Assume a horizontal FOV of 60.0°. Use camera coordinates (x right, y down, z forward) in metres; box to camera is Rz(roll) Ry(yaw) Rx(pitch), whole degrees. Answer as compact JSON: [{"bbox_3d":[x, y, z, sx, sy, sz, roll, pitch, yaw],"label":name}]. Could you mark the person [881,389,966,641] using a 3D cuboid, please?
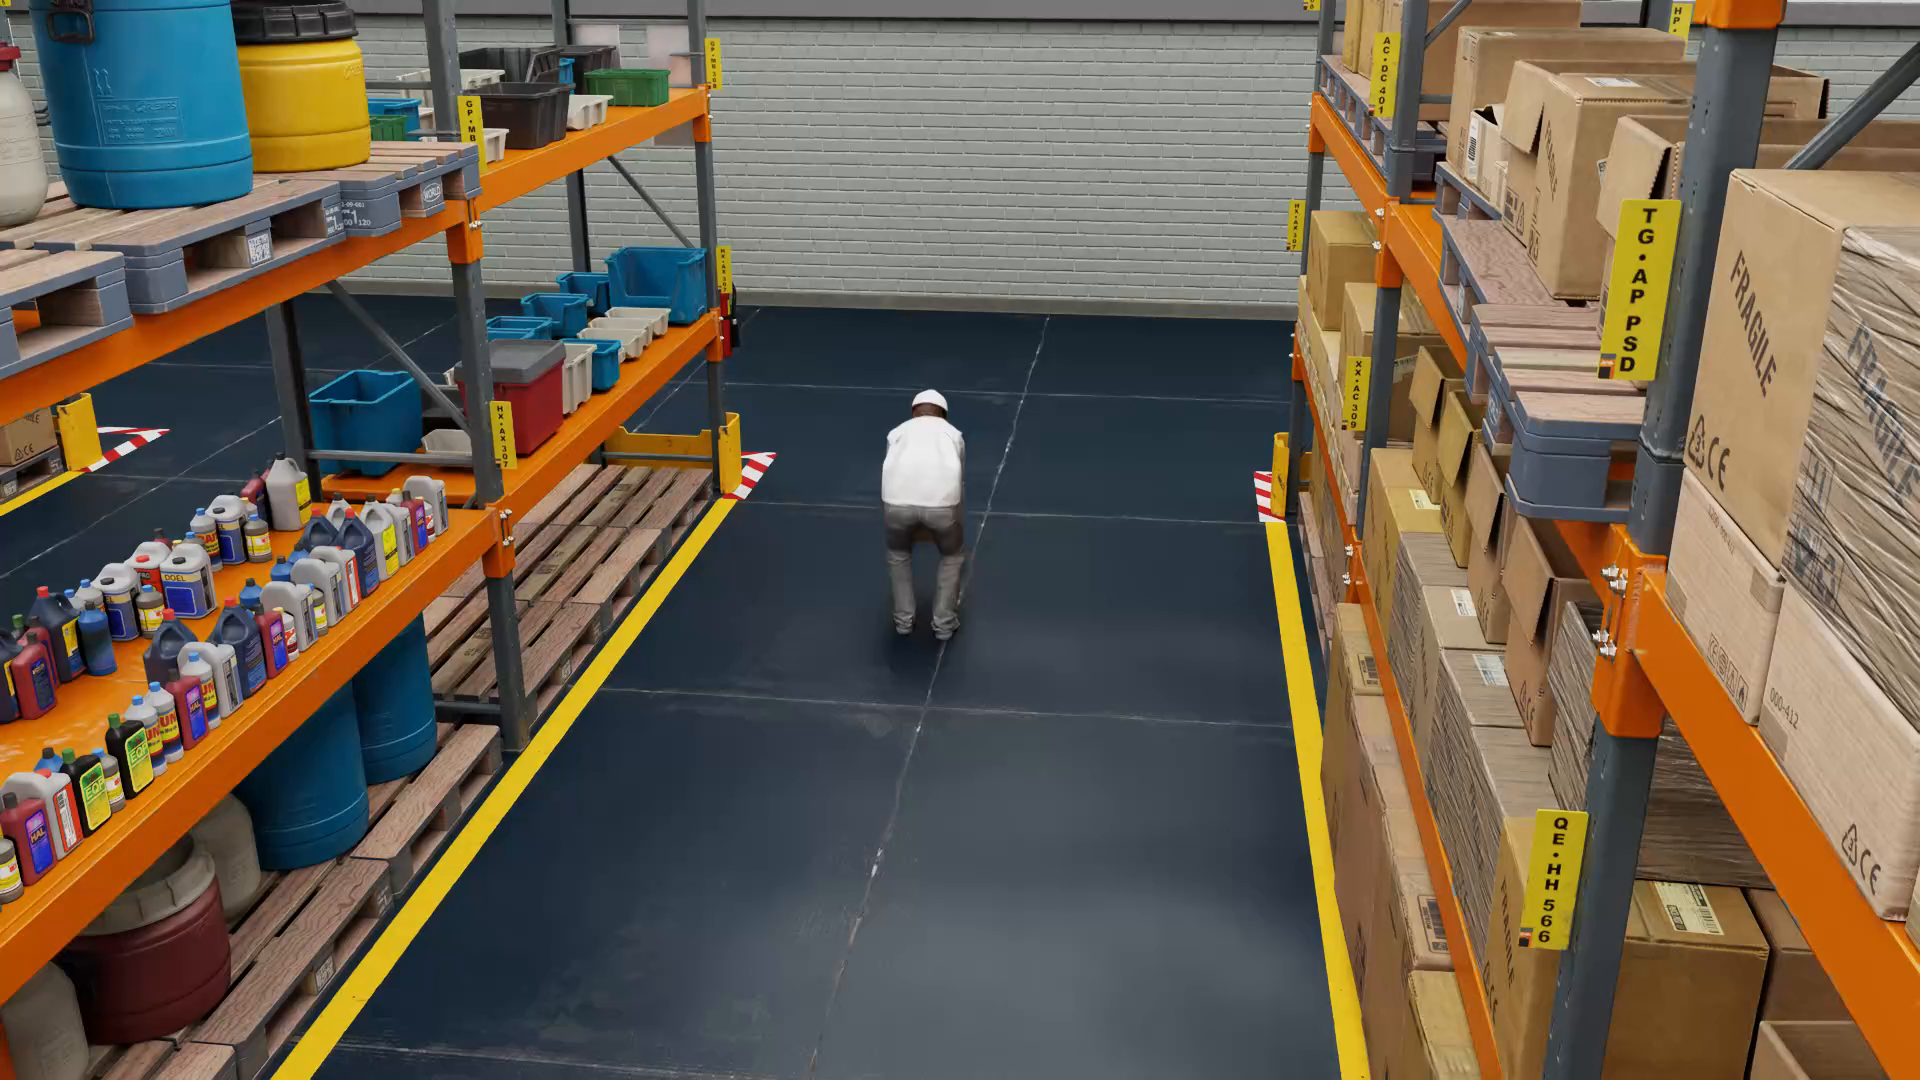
[{"bbox_3d":[-0.199,-0.149,9.618,0.479,1.284,0.959,2,21,4],"label":"person"}]
